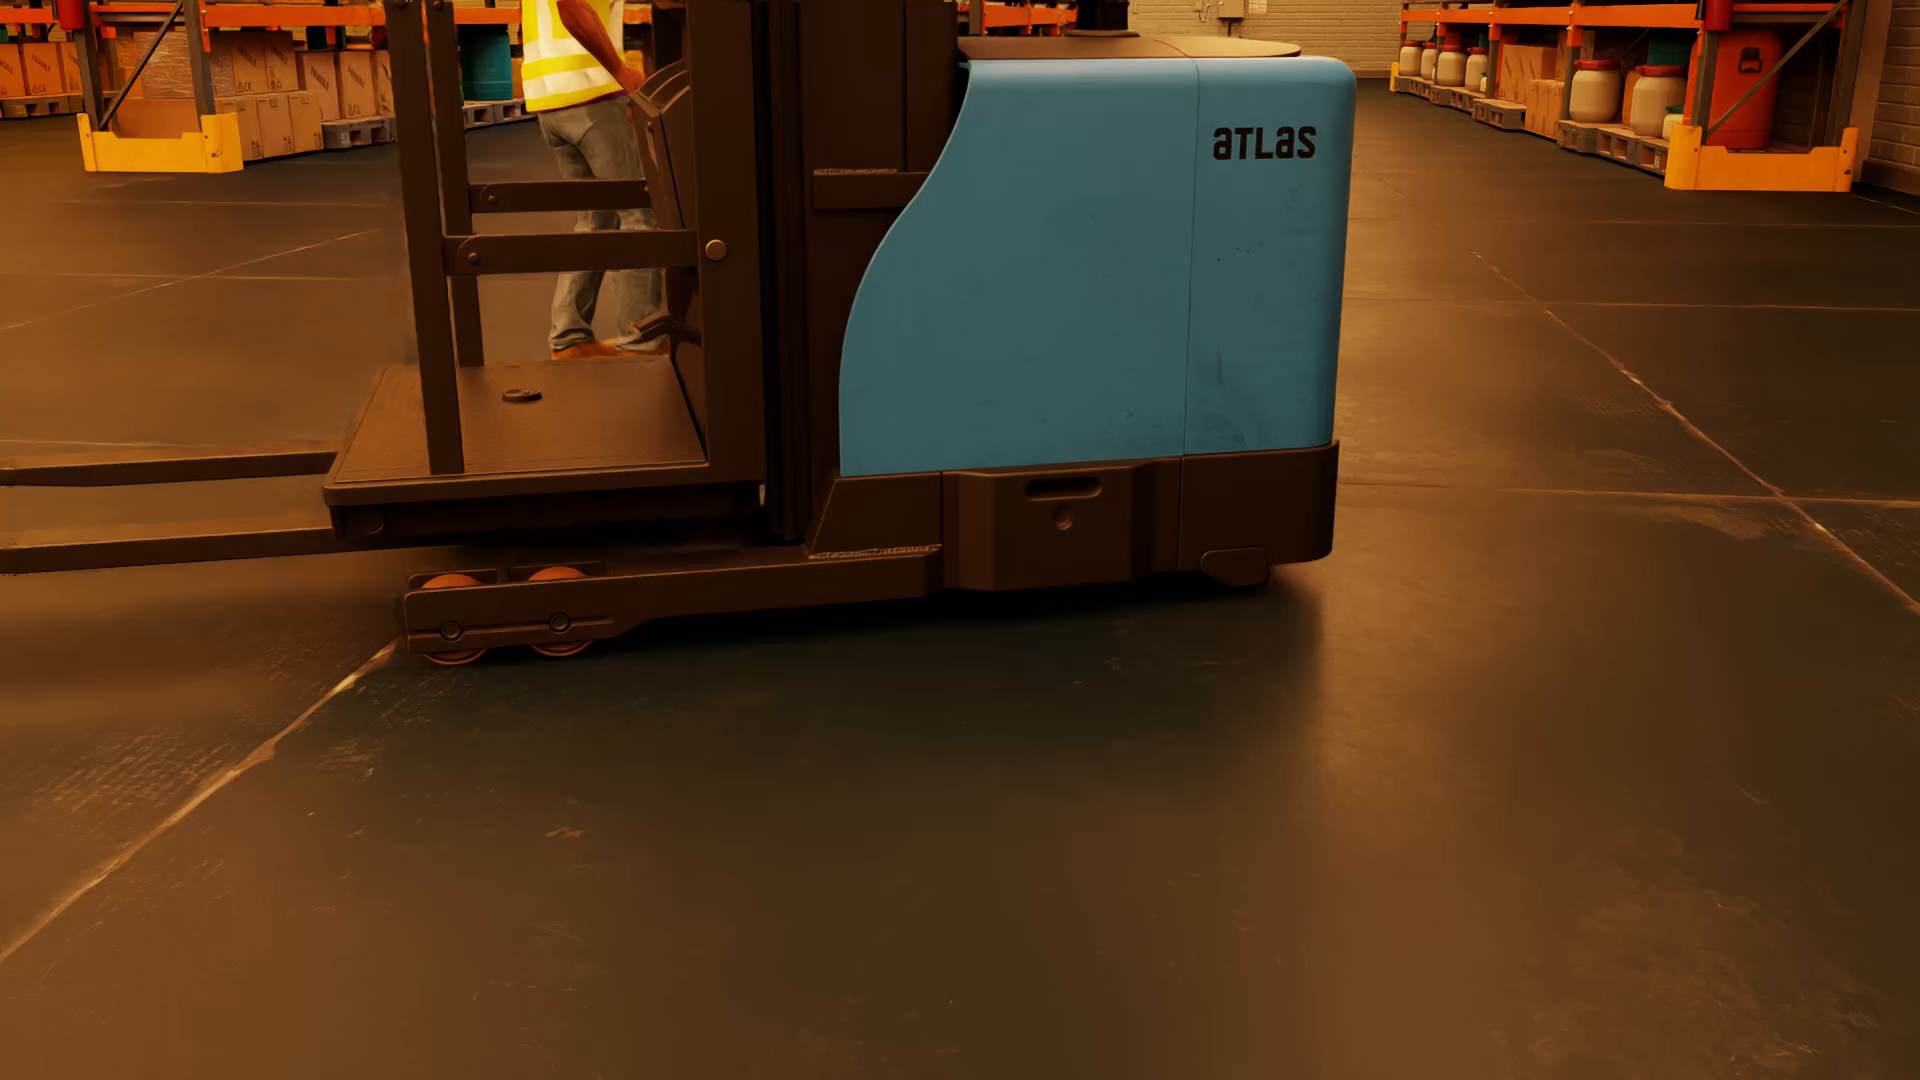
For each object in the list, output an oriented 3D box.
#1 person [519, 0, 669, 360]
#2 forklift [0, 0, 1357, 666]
[{"bbox_3d":[-1.193,-1.454,5.546,0.519,1.739,0.785,-11,20,-31],"label":"person"},{"bbox_3d":[-0.785,-1.339,3.199,3.031,2.935,1.130,-4,18,-13],"label":"forklift"}]
